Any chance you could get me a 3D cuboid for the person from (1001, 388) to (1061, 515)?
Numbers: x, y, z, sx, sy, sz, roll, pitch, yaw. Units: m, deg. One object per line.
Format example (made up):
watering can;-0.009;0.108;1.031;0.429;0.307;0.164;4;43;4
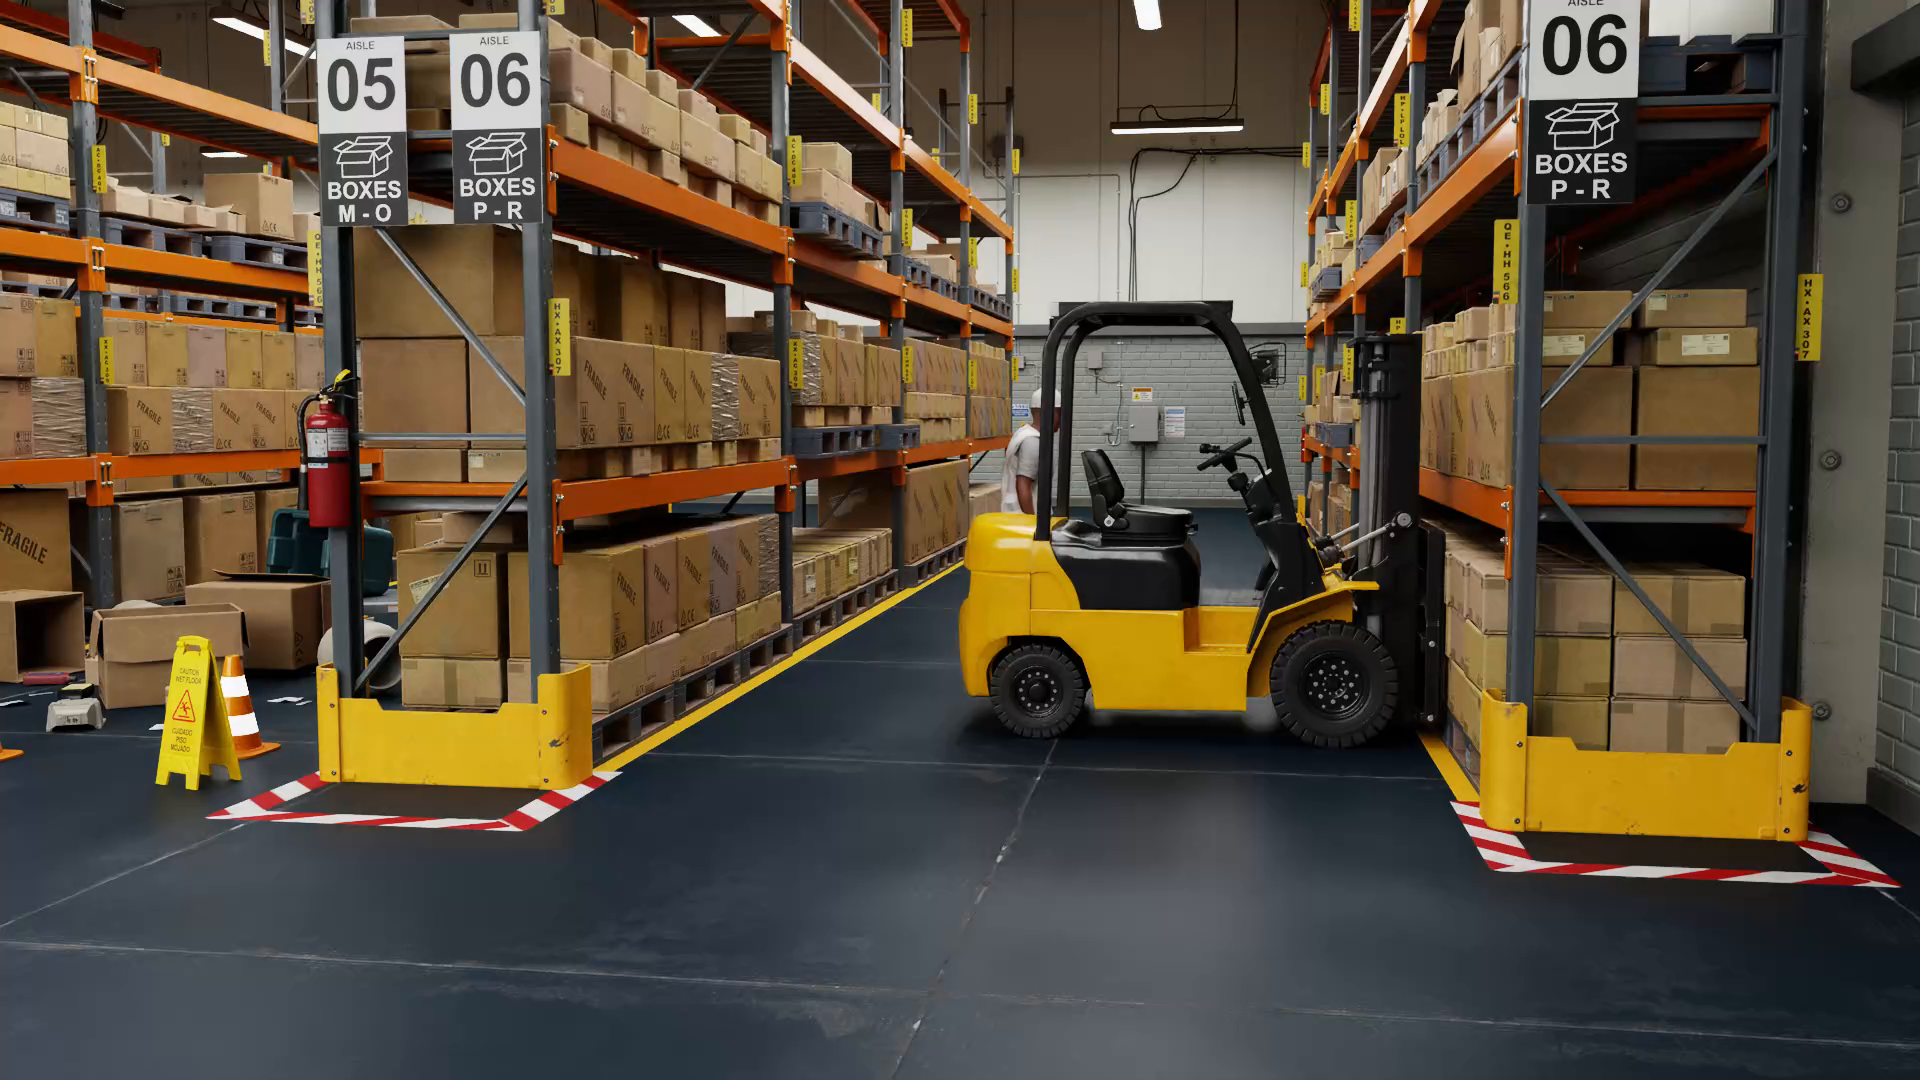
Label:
person;0.491;-0.094;10.731;0.450;1.774;0.617;1;4;9
